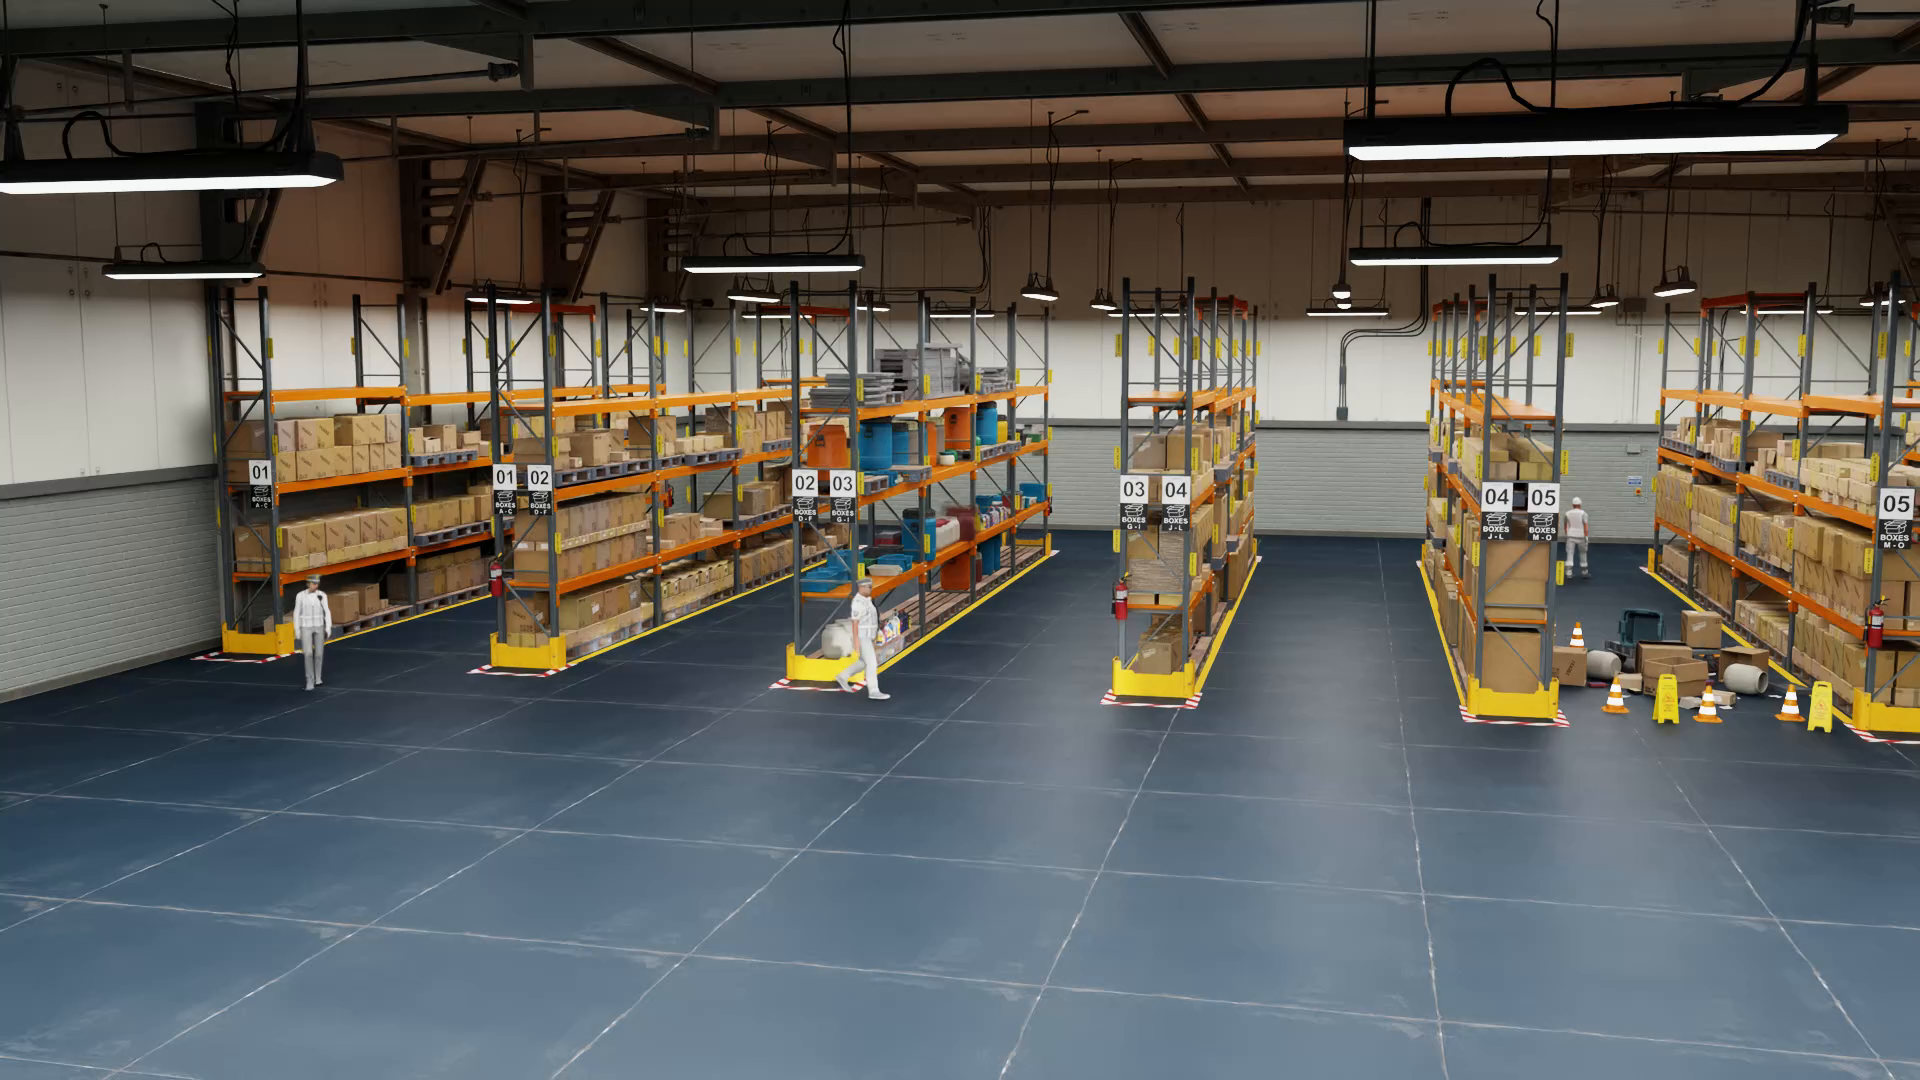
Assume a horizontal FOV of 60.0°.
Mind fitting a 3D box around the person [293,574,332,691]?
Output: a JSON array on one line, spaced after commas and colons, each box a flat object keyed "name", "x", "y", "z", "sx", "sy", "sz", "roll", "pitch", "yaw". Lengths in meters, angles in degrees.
[{"name": "person", "x": -9.585, "y": 1.368, "z": 24.694, "sx": 0.510, "sy": 1.717, "sz": 0.552, "roll": -4, "pitch": 8, "yaw": -33}]

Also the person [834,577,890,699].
[{"name": "person", "x": -1.404, "y": 1.387, "z": 23.910, "sx": 0.890, "sy": 1.729, "sz": 0.560, "roll": 1, "pitch": 7, "yaw": 11}]

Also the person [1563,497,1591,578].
[{"name": "person", "x": 13.457, "y": -0.061, "z": 36.293, "sx": 0.559, "sy": 1.745, "sz": 0.886, "roll": 4, "pitch": 8, "yaw": 31}]
